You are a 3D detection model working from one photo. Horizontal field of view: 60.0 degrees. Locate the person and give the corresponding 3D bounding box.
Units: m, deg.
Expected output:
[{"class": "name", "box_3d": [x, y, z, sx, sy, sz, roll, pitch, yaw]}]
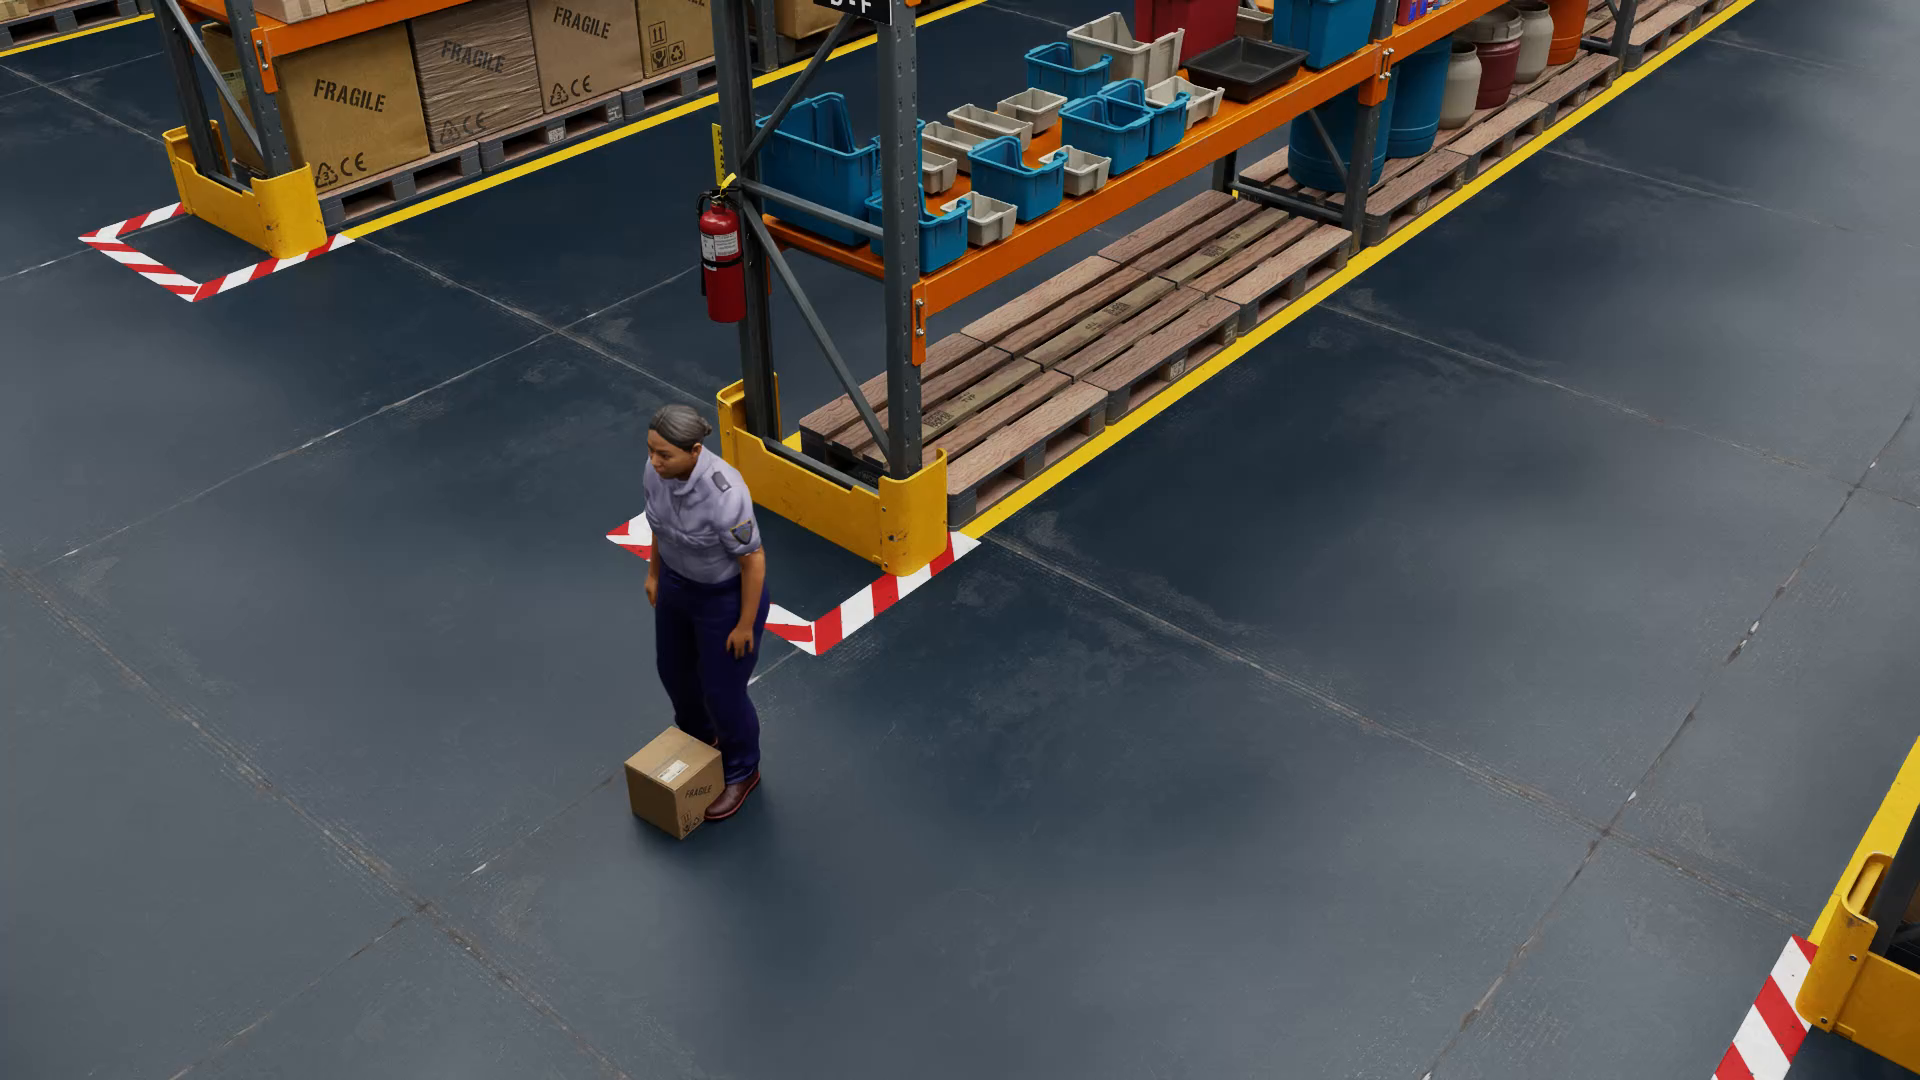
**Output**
[{"class": "person", "box_3d": [-0.910, 0.219, 5.841, 0.538, 1.652, 0.413, 26, 43, 32]}]
